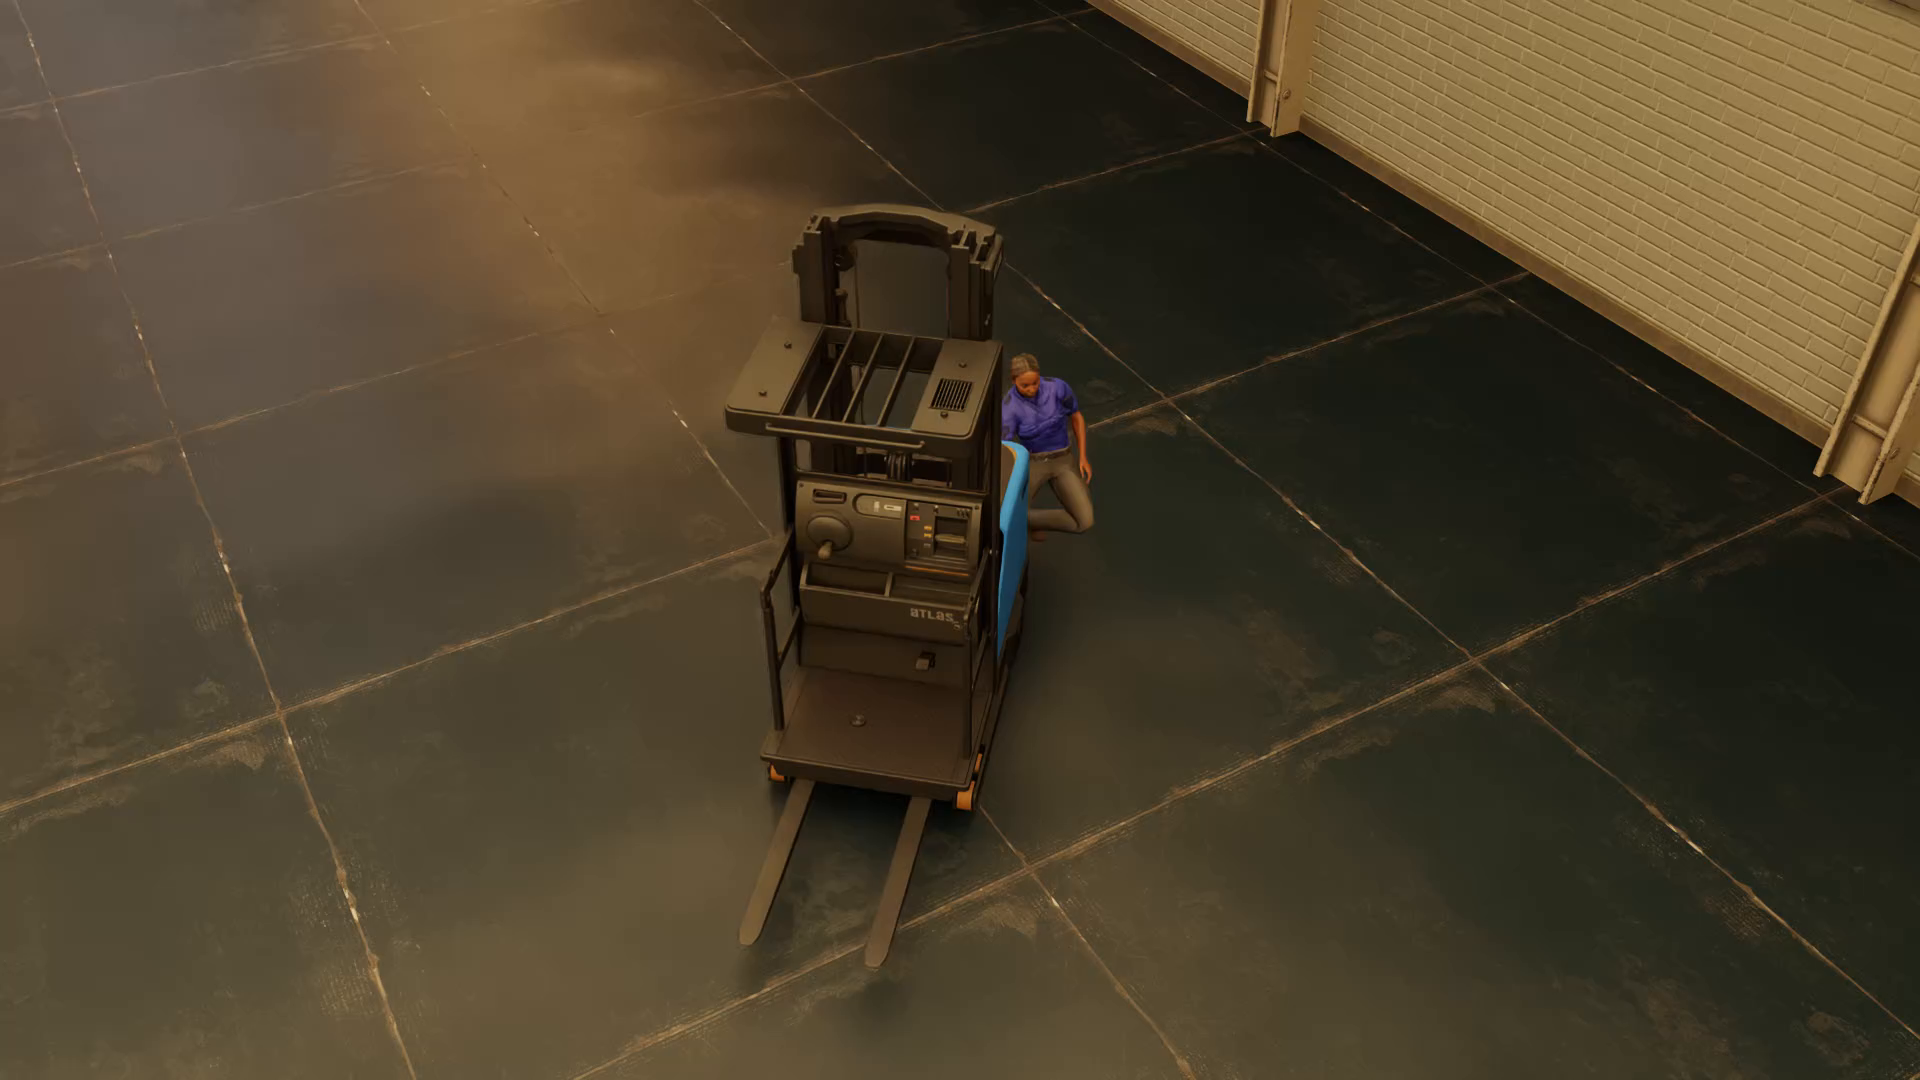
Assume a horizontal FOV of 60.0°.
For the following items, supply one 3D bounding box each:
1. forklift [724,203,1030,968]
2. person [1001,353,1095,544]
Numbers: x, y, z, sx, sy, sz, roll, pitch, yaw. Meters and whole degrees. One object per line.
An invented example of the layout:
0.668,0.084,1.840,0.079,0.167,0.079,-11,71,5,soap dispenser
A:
-0.395,0.015,8.018,1.130,2.935,3.031,7,40,9,forklift
0.418,-0.337,9.560,0.717,1.494,0.655,-9,41,-11,person
